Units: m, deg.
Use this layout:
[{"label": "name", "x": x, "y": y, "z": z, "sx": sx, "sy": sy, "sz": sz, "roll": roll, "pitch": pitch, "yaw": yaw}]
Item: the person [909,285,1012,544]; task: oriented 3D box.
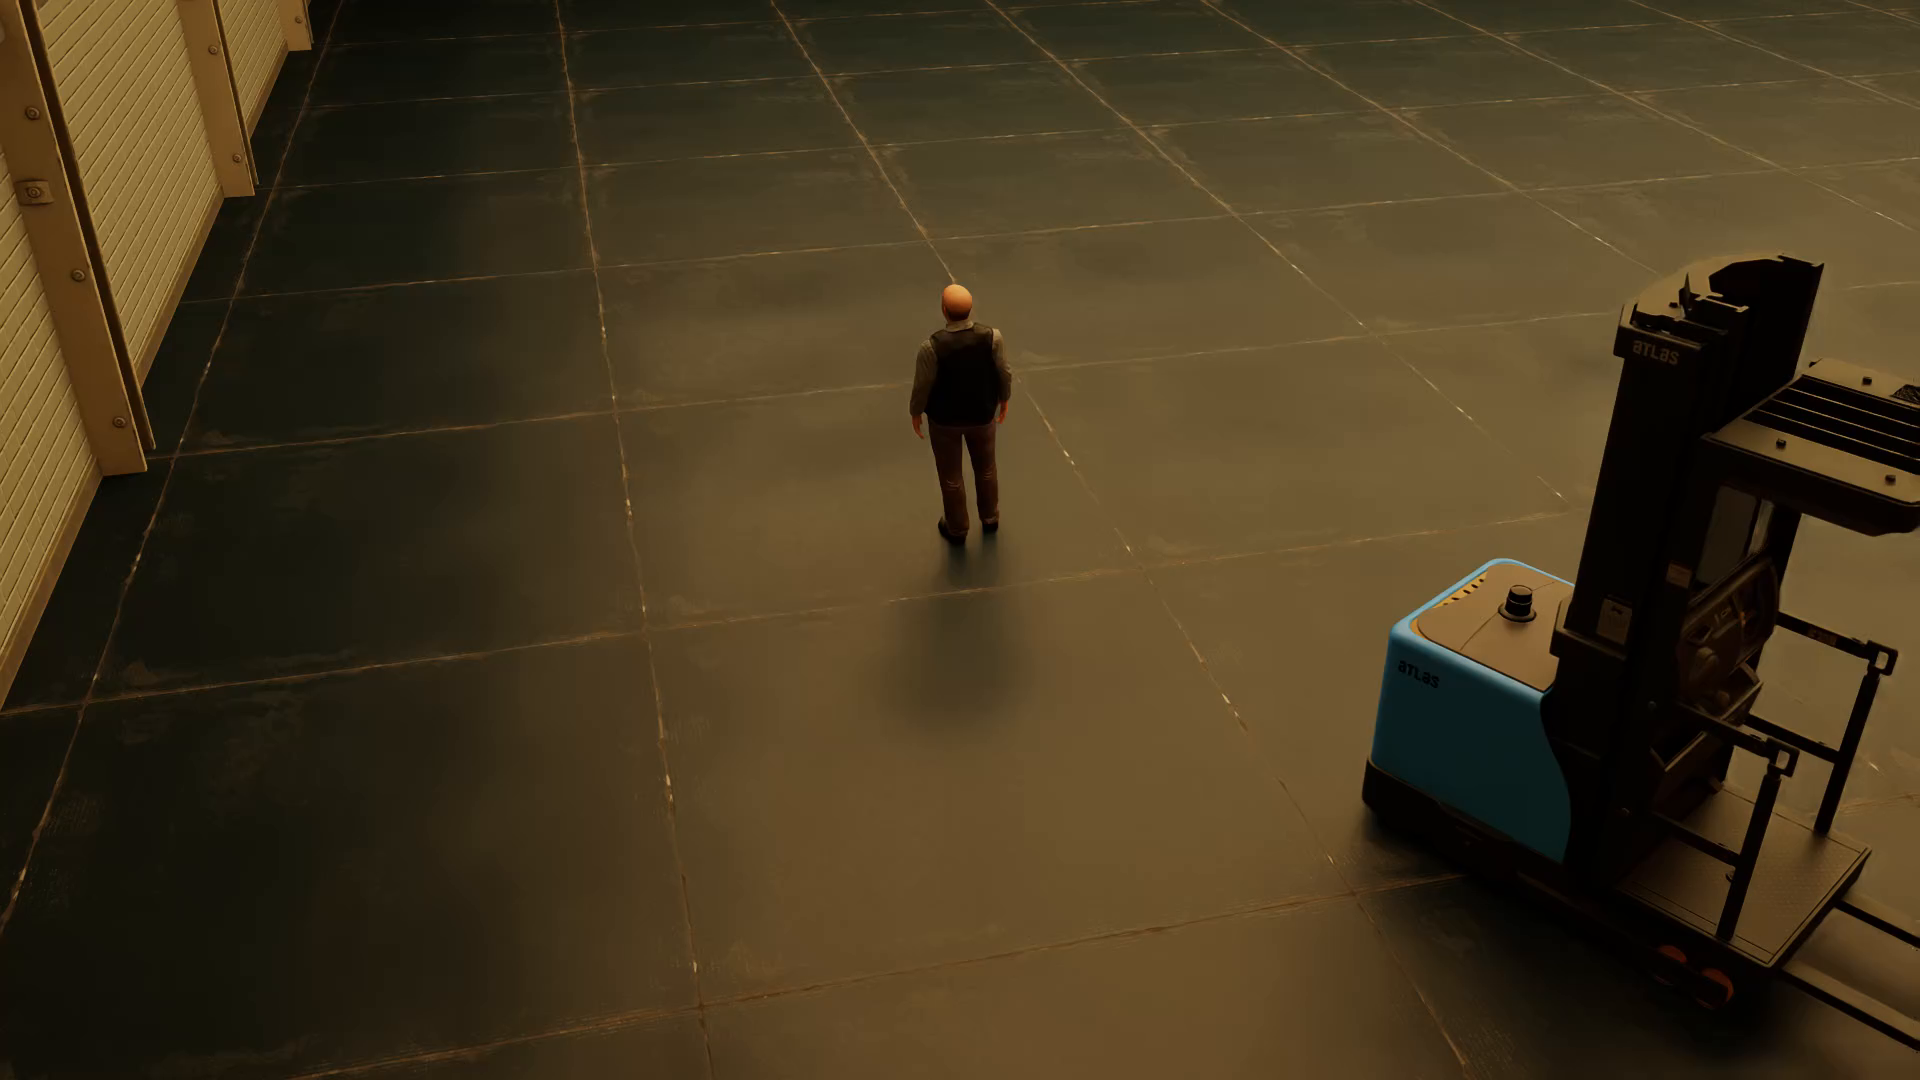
[{"label": "person", "x": -0.006, "y": -0.782, "z": 10.119, "sx": 0.632, "sy": 1.720, "sz": 0.568, "roll": -7, "pitch": 31, "yaw": -12}]

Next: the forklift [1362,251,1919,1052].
[{"label": "forklift", "x": 3.356, "y": 0.428, "z": 6.836, "sx": 1.130, "sy": 2.935, "sz": 3.031, "roll": -26, "pitch": 39, "yaw": -37}]
